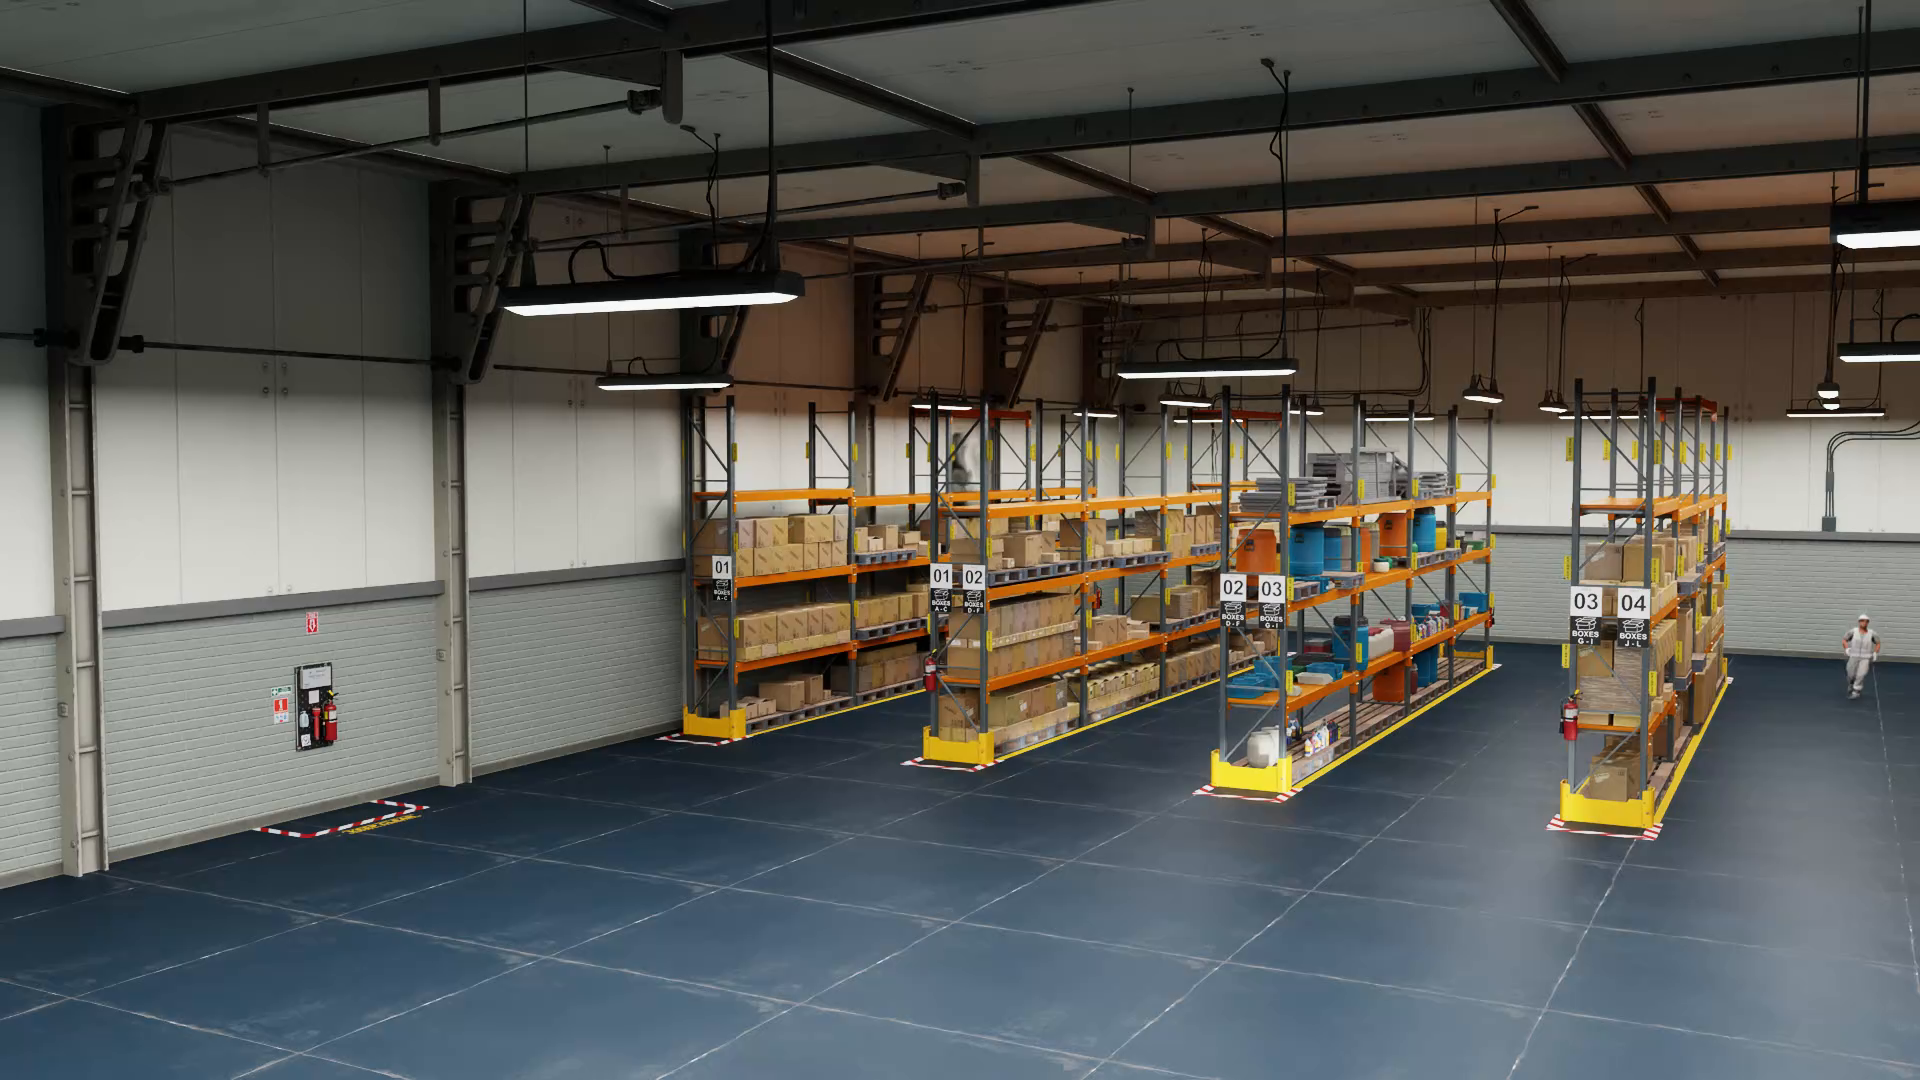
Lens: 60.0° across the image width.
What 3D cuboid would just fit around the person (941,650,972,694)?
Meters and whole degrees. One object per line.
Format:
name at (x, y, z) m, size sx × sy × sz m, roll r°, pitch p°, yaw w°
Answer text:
person at (-0.008, 2.606, 30.458) m, size 0.735 × 1.592 × 0.870 m, roll 1°, pitch 3°, yaw 11°

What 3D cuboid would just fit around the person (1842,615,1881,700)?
person at (18.246, 2.376, 33.678) m, size 0.690 × 1.738 × 0.602 m, roll 2°, pitch 4°, yaw 31°
